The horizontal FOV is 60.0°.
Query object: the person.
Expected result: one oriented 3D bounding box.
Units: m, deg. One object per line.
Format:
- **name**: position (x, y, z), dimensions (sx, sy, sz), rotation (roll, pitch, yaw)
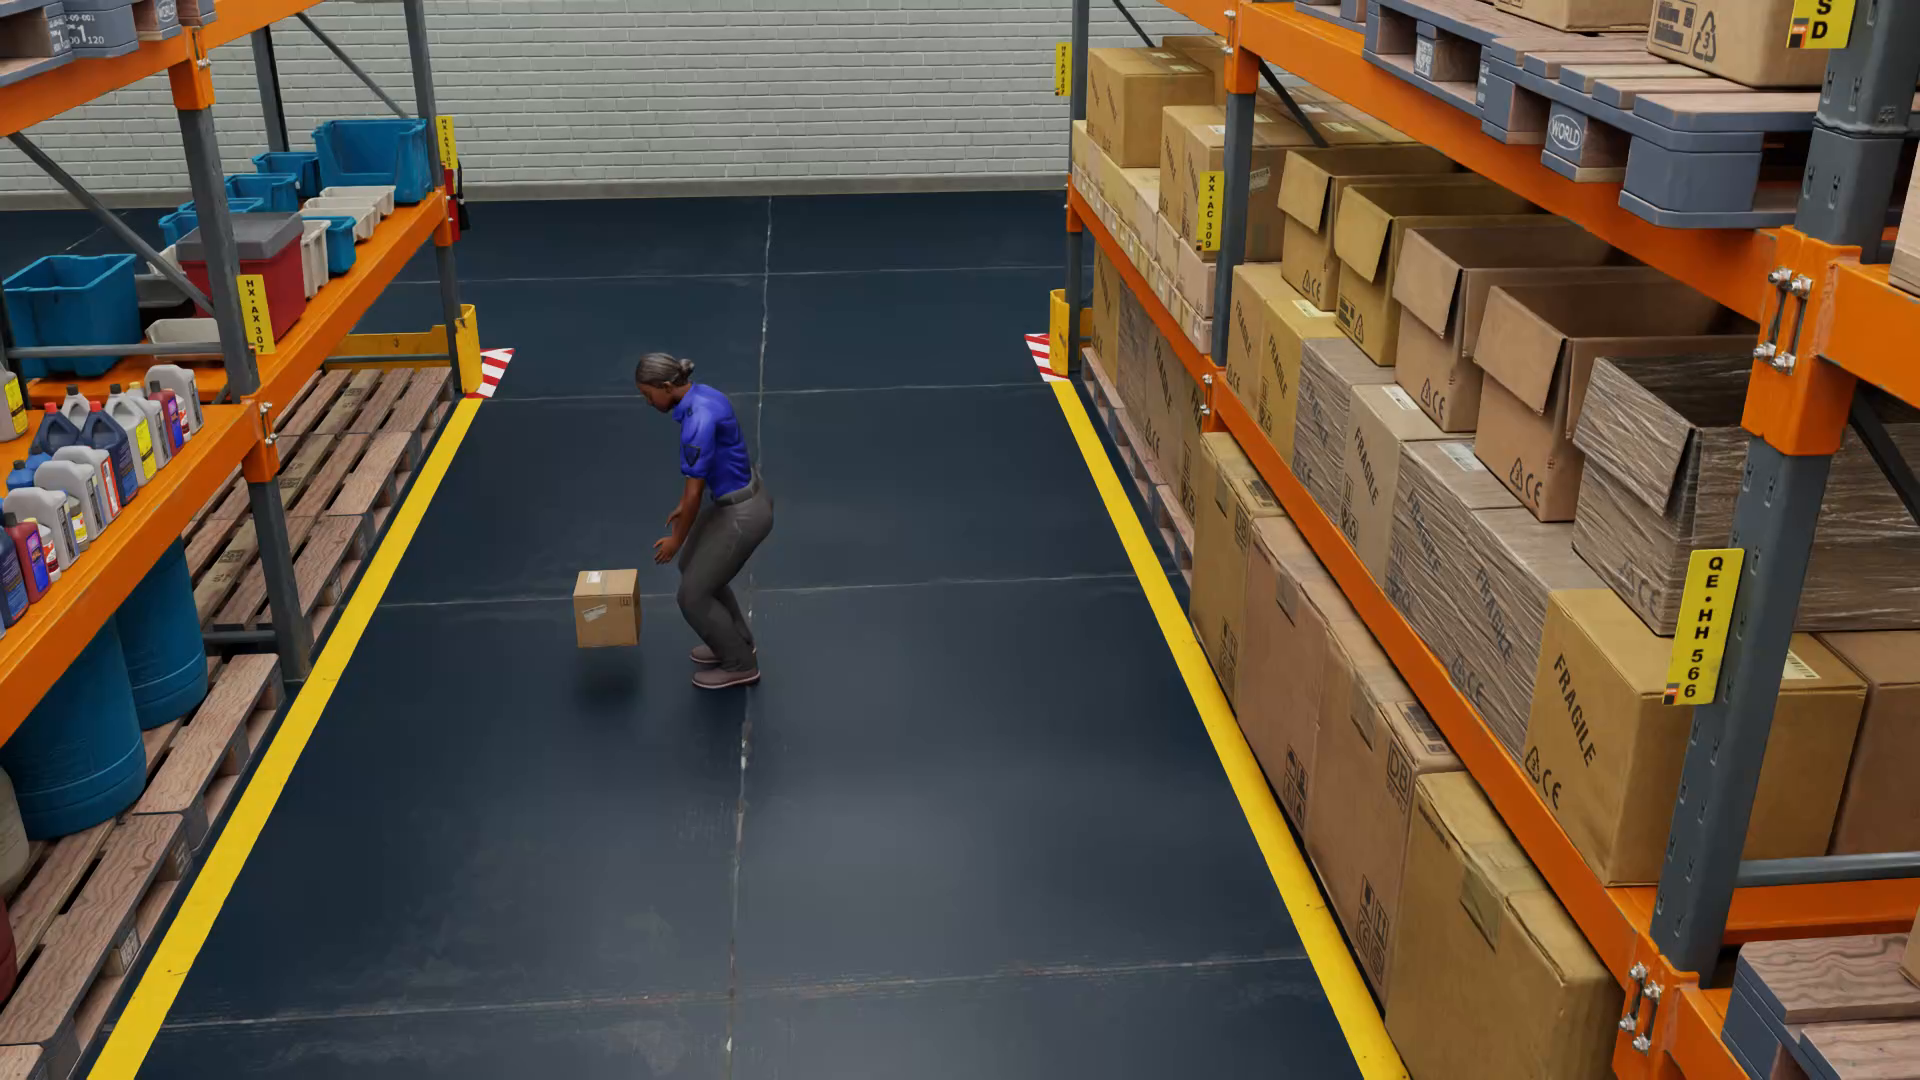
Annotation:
- **person**: position (-1.051, -0.084, 7.025), dimensions (0.534, 1.487, 0.487), rotation (-2, 24, -4)
